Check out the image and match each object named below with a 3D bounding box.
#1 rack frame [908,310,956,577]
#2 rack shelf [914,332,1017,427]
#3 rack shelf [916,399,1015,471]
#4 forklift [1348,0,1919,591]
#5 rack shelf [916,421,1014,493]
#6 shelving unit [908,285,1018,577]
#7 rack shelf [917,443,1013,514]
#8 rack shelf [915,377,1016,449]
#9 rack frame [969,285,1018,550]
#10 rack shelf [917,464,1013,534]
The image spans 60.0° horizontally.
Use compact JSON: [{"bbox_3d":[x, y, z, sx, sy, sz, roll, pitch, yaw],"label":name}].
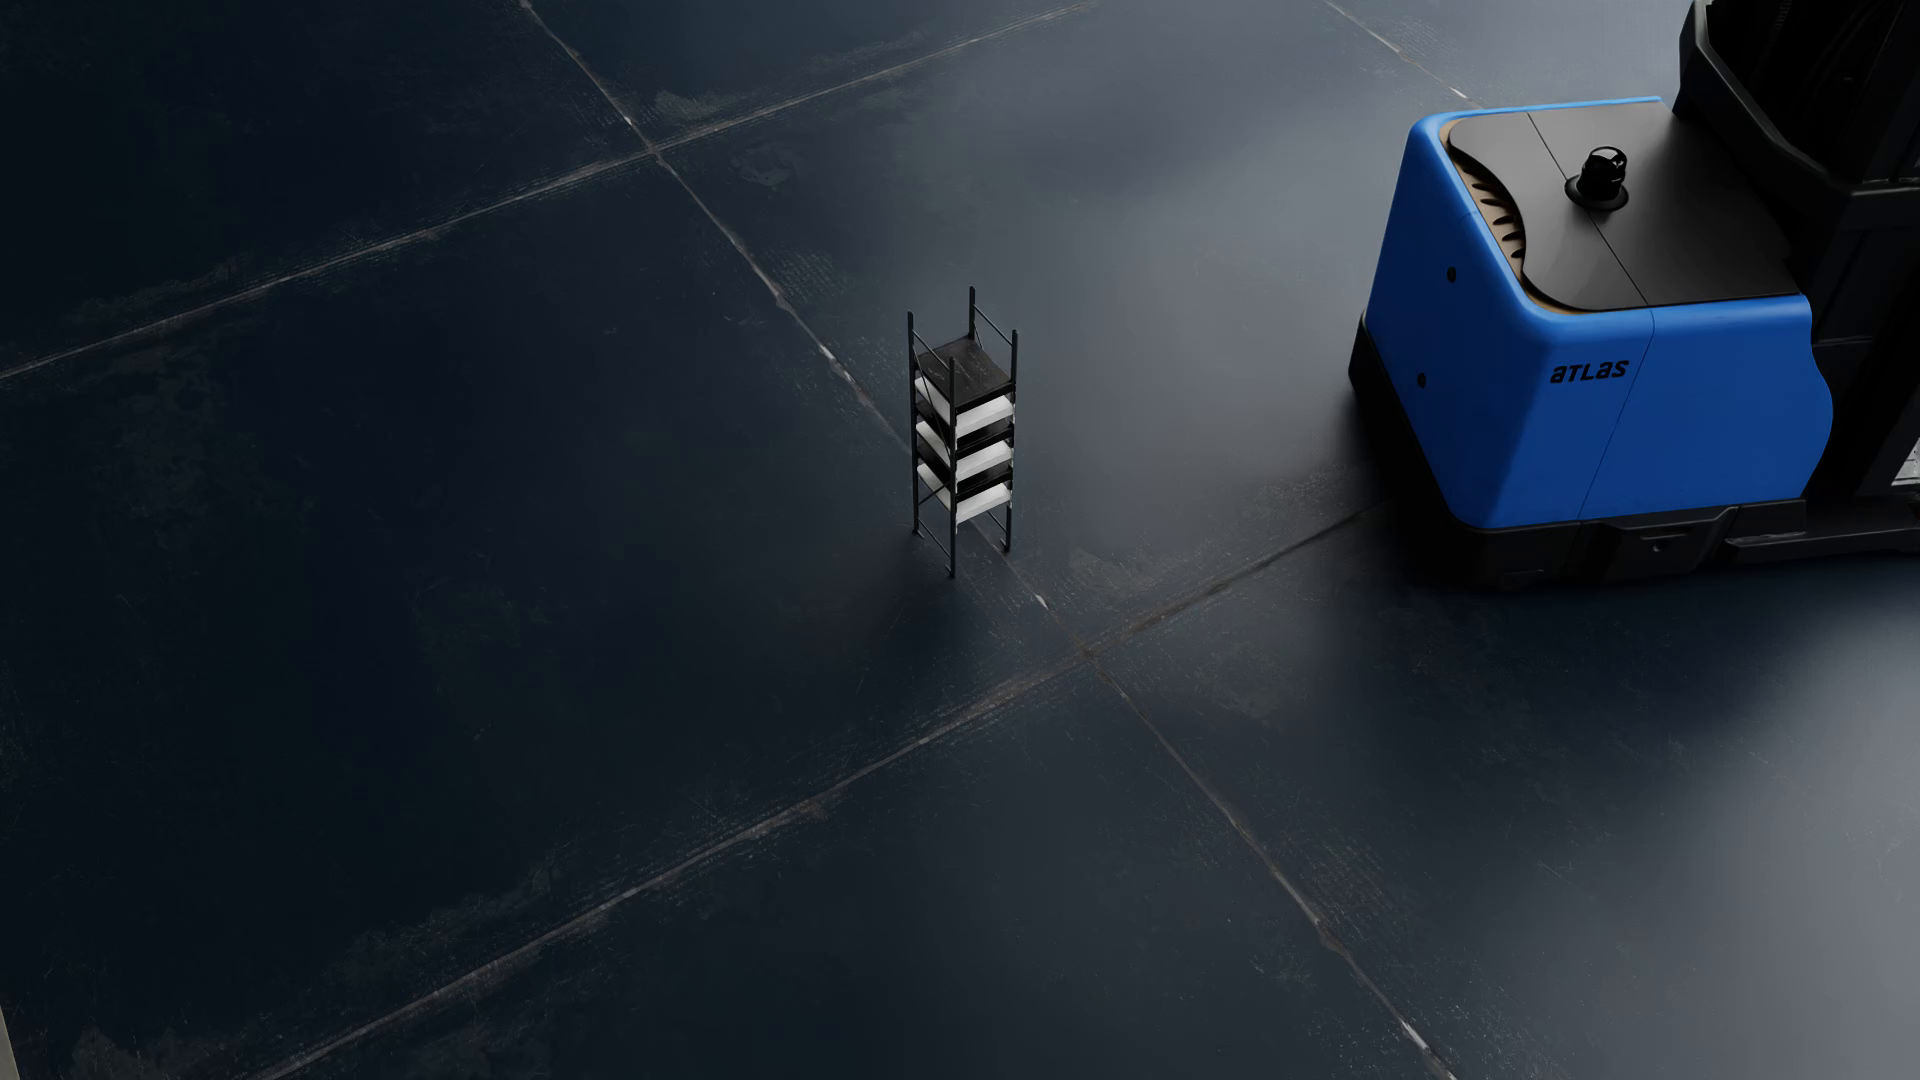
[{"bbox_3d":[-0.079,-0.262,4.881,0.006,0.900,0.240,-25,53,-21],"label":"rack frame"},{"bbox_3d":[0.007,-0.460,4.740,0.200,0.077,0.258,-25,53,-21],"label":"rack shelf"},{"bbox_3d":[0.007,-0.340,4.874,0.200,0.077,0.258,-25,53,-21],"label":"rack shelf"},{"bbox_3d":[2.878,-1.317,4.460,3.031,2.935,1.130,-6,49,-5],"label":"forklift"},{"bbox_3d":[0.007,-0.280,4.942,0.200,0.077,0.258,-25,53,-21],"label":"rack shelf"},{"bbox_3d":[0.007,-0.303,4.917,0.210,0.900,0.258,-25,53,-21],"label":"shelving unit"},{"bbox_3d":[0.007,-0.220,5.009,0.200,0.077,0.258,-25,53,-21],"label":"rack shelf"},{"bbox_3d":[0.007,-0.400,4.807,0.200,0.077,0.258,-25,53,-21],"label":"rack shelf"},{"bbox_3d":[0.093,-0.343,4.953,0.006,0.900,0.240,-25,53,-21],"label":"rack frame"},{"bbox_3d":[0.007,-0.161,5.076,0.200,0.077,0.258,-25,53,-21],"label":"rack shelf"}]
